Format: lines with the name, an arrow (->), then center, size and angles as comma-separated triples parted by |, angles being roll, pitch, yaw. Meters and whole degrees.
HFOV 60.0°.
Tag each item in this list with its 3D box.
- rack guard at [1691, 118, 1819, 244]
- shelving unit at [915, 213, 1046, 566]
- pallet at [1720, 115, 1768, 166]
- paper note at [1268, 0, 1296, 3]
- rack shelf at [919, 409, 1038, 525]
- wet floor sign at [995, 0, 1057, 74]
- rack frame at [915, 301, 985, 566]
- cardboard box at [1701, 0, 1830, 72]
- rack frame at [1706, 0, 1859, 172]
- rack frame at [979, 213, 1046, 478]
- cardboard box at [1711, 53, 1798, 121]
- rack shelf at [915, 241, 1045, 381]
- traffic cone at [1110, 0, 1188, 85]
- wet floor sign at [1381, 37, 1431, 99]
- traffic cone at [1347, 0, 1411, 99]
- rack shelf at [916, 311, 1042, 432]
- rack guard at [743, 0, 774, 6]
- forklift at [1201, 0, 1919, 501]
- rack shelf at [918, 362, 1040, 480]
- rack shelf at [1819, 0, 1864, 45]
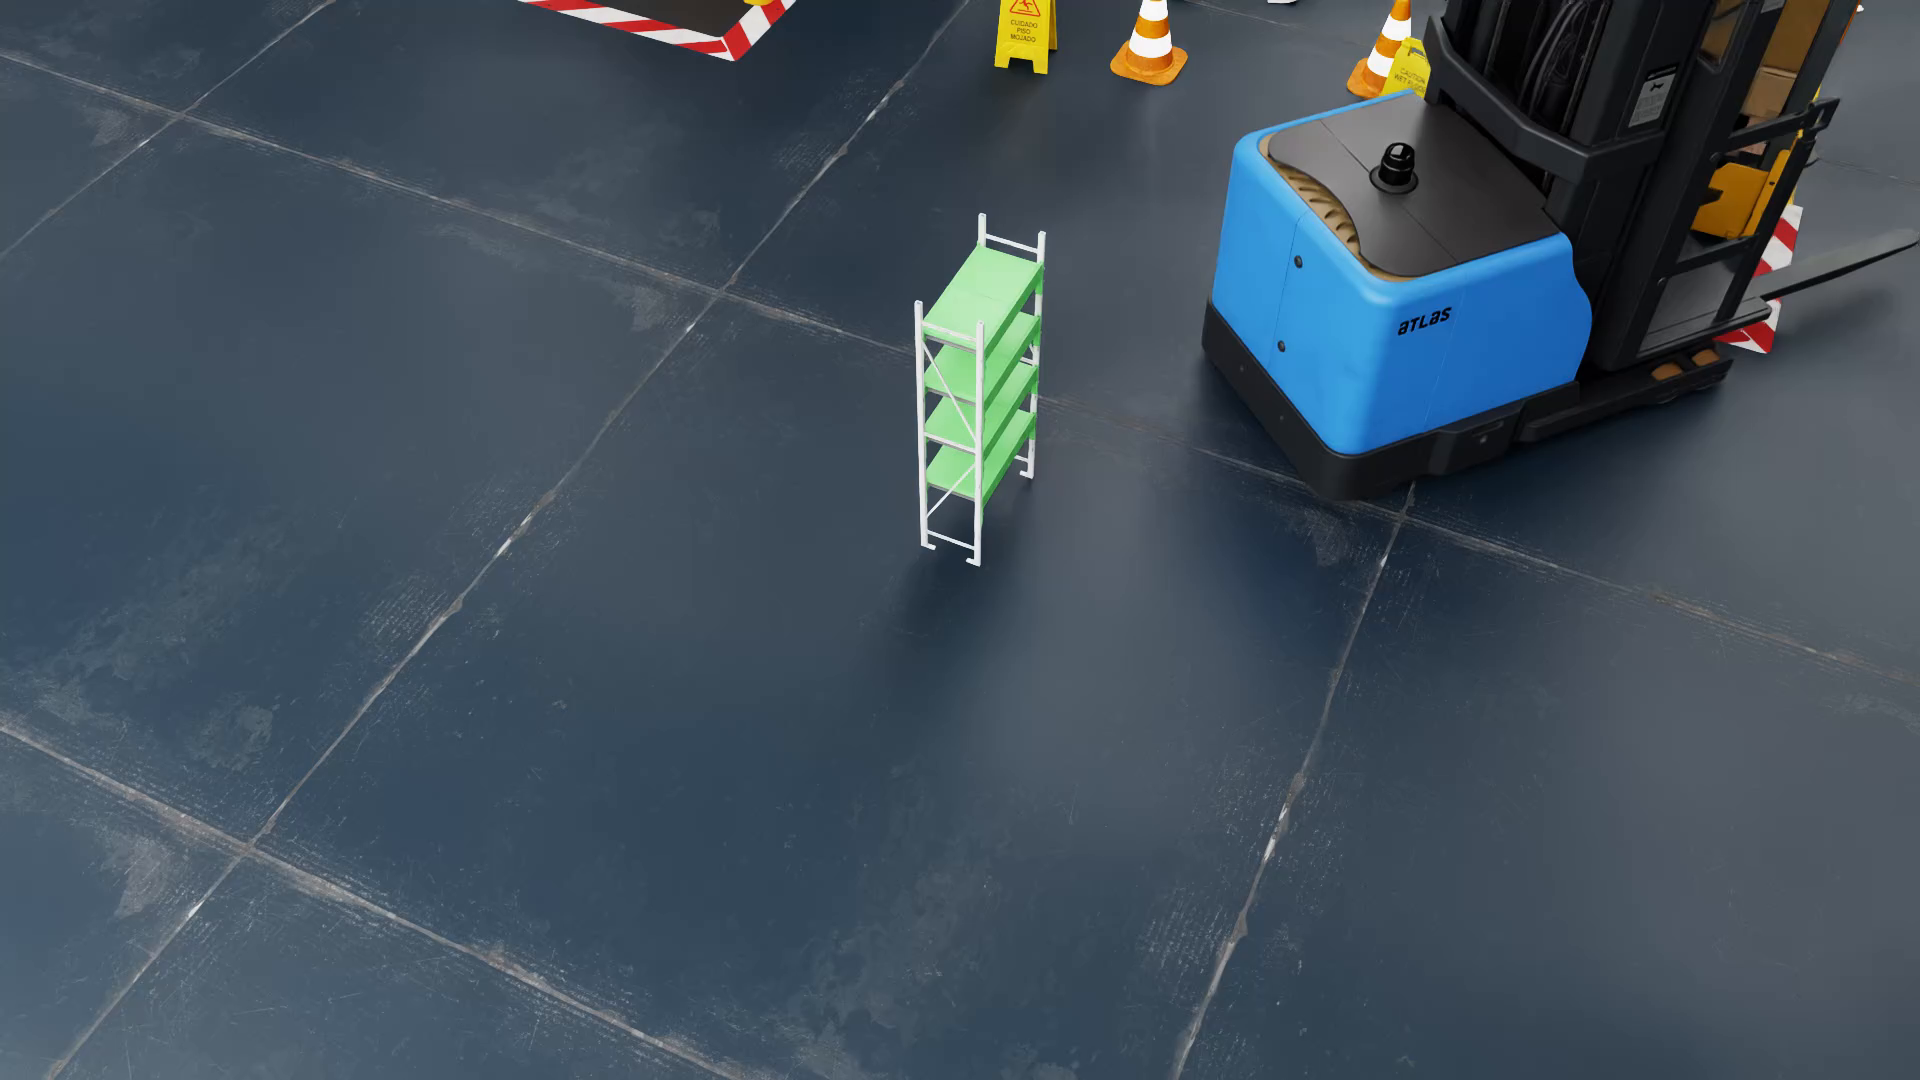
rack guard -> 3.104, -1.745, 7.406 | 1.175, 0.500, 0.348 | 20, 52, 16
shelving unit -> 0.071, -0.503, 5.890 | 0.258, 1.200, 0.503 | 20, 52, 16
pallet -> 3.483, -2.199, 7.983 | 1.003, 0.211, 1.213 | 20, 52, 16
paper note -> 1.675, -2.839, 8.646 | 0.148, 0.019, 0.142 | 4, 50, 3
rack shelf -> 0.071, -0.306, 6.121 | 0.258, 0.148, 0.480 | 20, 52, 16
wet floor sign -> 0.331, -2.616, 8.053 | 0.267, 0.644, 0.232 | 12, 51, 10
rack frame -> -0.034, -0.335, 5.747 | 0.240, 1.200, 0.015 | 20, 52, 16
cardboard box -> 3.676, -2.473, 7.422 | 0.500, 0.500, 0.500 | 18, 52, 15
rack frame -> 3.071, -2.502, 6.410 | 1.000, 3.000, 0.127 | 20, 52, 16
rack frame -> 0.175, -0.671, 6.033 | 0.240, 1.200, 0.015 | 20, 52, 16
cardboard box -> 3.666, -2.213, 7.693 | 0.500, 0.250, 0.500 | 19, 52, 16
rack shelf -> 0.071, -0.772, 5.573 | 0.258, 0.148, 0.480 | 20, 52, 16
traffic cone -> 0.940, -2.523, 8.093 | 0.336, 0.463, 0.334 | 20, 52, 16
wet floor sign -> 2.023, -1.957, 7.491 | 0.232, 0.644, 0.267 | -37, 59, -27
traffic cone -> 2.089, -2.396, 7.985 | 0.336, 0.463, 0.334 | 20, 52, 16
rack shelf -> 0.071, -0.617, 5.756 | 0.258, 0.148, 0.480 | 20, 52, 16
rack guard -> -1.458, -3.217, 8.659 | 1.175, 0.500, 0.348 | 20, 52, 16
forklift -> 2.556, -1.853, 5.902 | 3.031, 2.935, 1.130 | -19, 52, -15
rack shelf -> 0.071, -0.461, 5.939 | 0.258, 0.148, 0.480 | 20, 52, 16
rack shelf -> 3.926, -3.647, 7.856 | 1.077, 0.370, 4.000 | 20, 52, 16
